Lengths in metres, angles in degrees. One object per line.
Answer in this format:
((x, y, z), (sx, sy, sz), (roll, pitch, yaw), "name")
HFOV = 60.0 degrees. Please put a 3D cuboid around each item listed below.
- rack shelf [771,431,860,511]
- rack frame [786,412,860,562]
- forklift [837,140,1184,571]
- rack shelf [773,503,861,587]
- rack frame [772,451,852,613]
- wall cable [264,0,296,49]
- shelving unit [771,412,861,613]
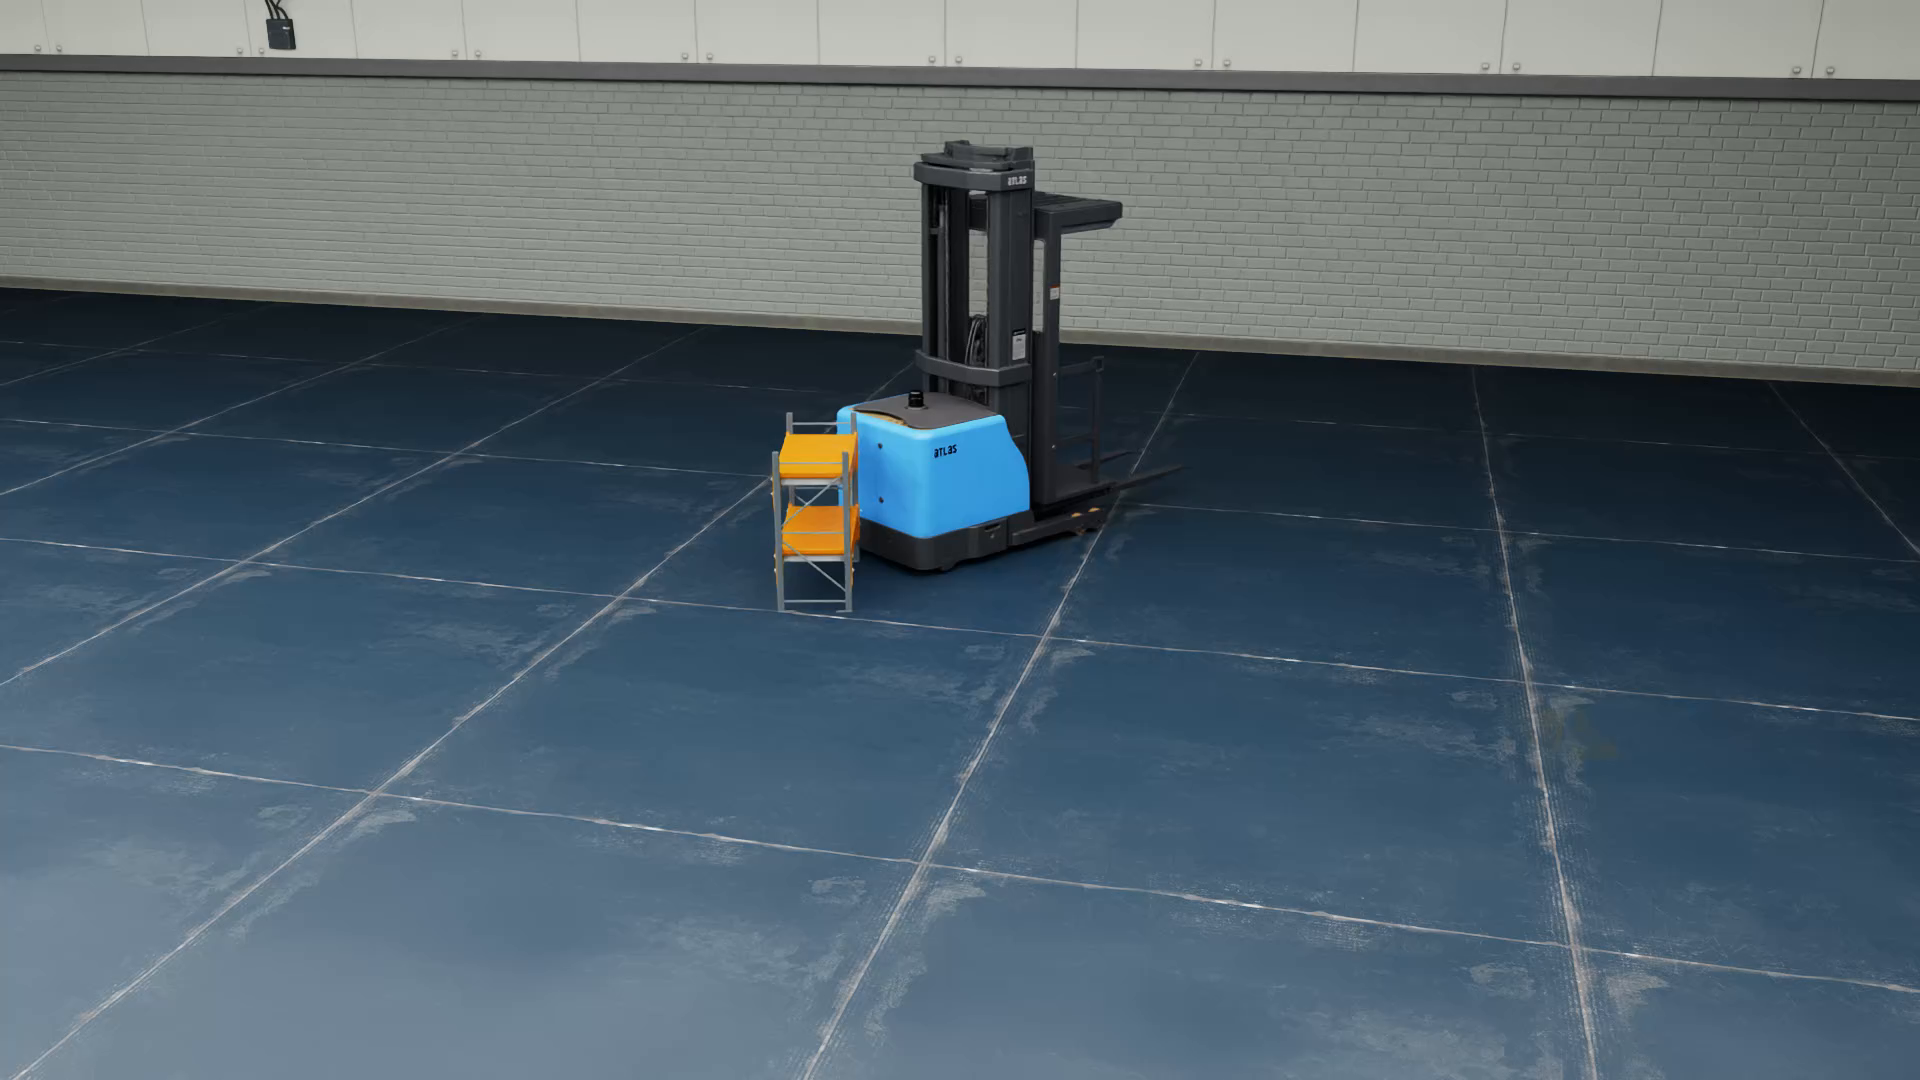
((-0.984, -0.486, 11.464), (0.538, 0.278, 1.000), (0, 19, 0), "rack shelf")
((-0.988, -0.373, 12.040), (0.500, 1.125, 0.032), (0, 19, 0), "rack frame")
((0.513, -1.543, 12.669), (3.031, 2.935, 1.130), (-16, 25, -39), "forklift")
((-0.984, 0.023, 11.638), (0.538, 0.278, 1.000), (0, 19, 0), "rack shelf")
((-0.980, -0.045, 11.078), (0.500, 1.125, 0.032), (0, 19, 0), "rack frame")
((-7.453, -8.863, 19.453), (2.305, 6.003, 0.169), (5, 19, 13), "wall cable")
((-0.984, -0.209, 11.559), (0.538, 1.125, 1.048), (0, 19, 0), "shelving unit")
